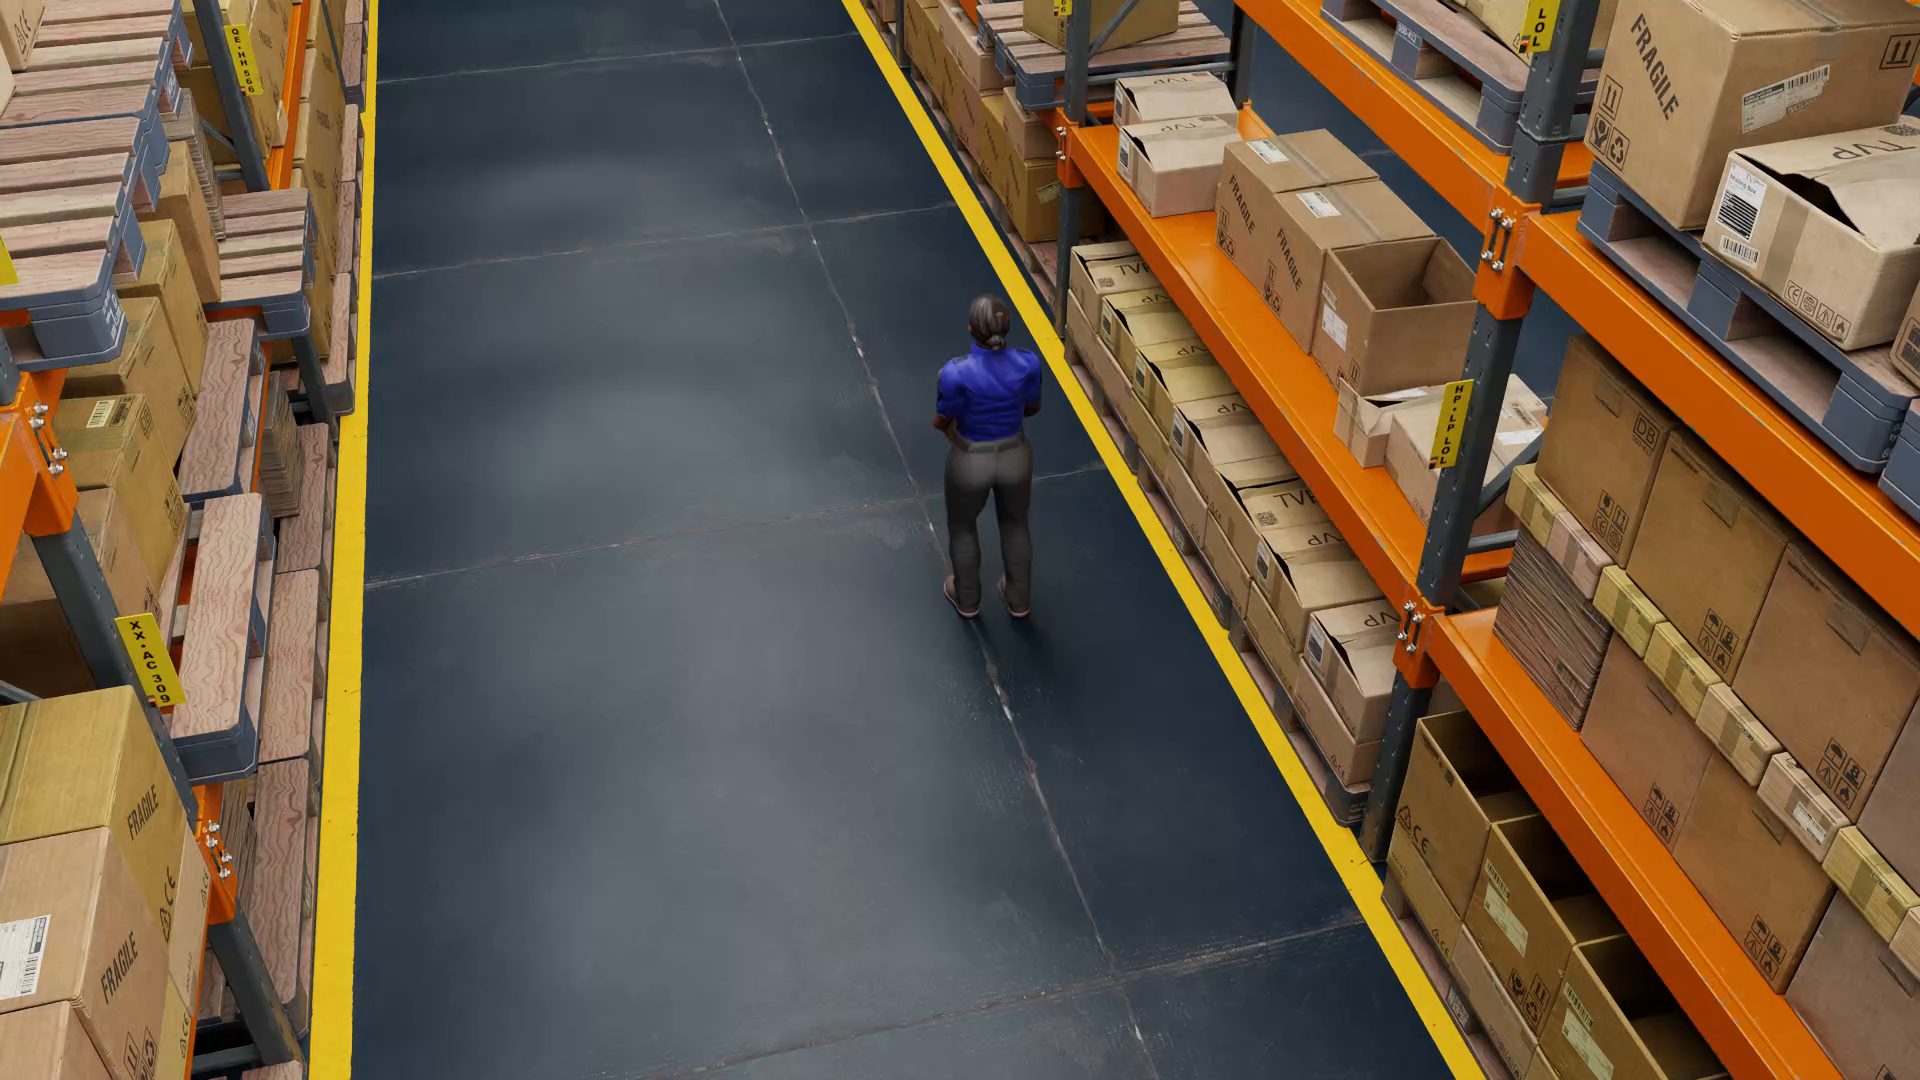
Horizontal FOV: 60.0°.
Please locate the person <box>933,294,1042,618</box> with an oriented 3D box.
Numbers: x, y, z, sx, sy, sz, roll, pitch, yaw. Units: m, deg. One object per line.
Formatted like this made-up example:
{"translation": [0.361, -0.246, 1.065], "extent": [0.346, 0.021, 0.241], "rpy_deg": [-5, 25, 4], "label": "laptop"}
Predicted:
{"translation": [0.100, -0.379, 7.192], "extent": [0.470, 1.659, 0.475], "rpy_deg": [-9, 39, -11], "label": "person"}
